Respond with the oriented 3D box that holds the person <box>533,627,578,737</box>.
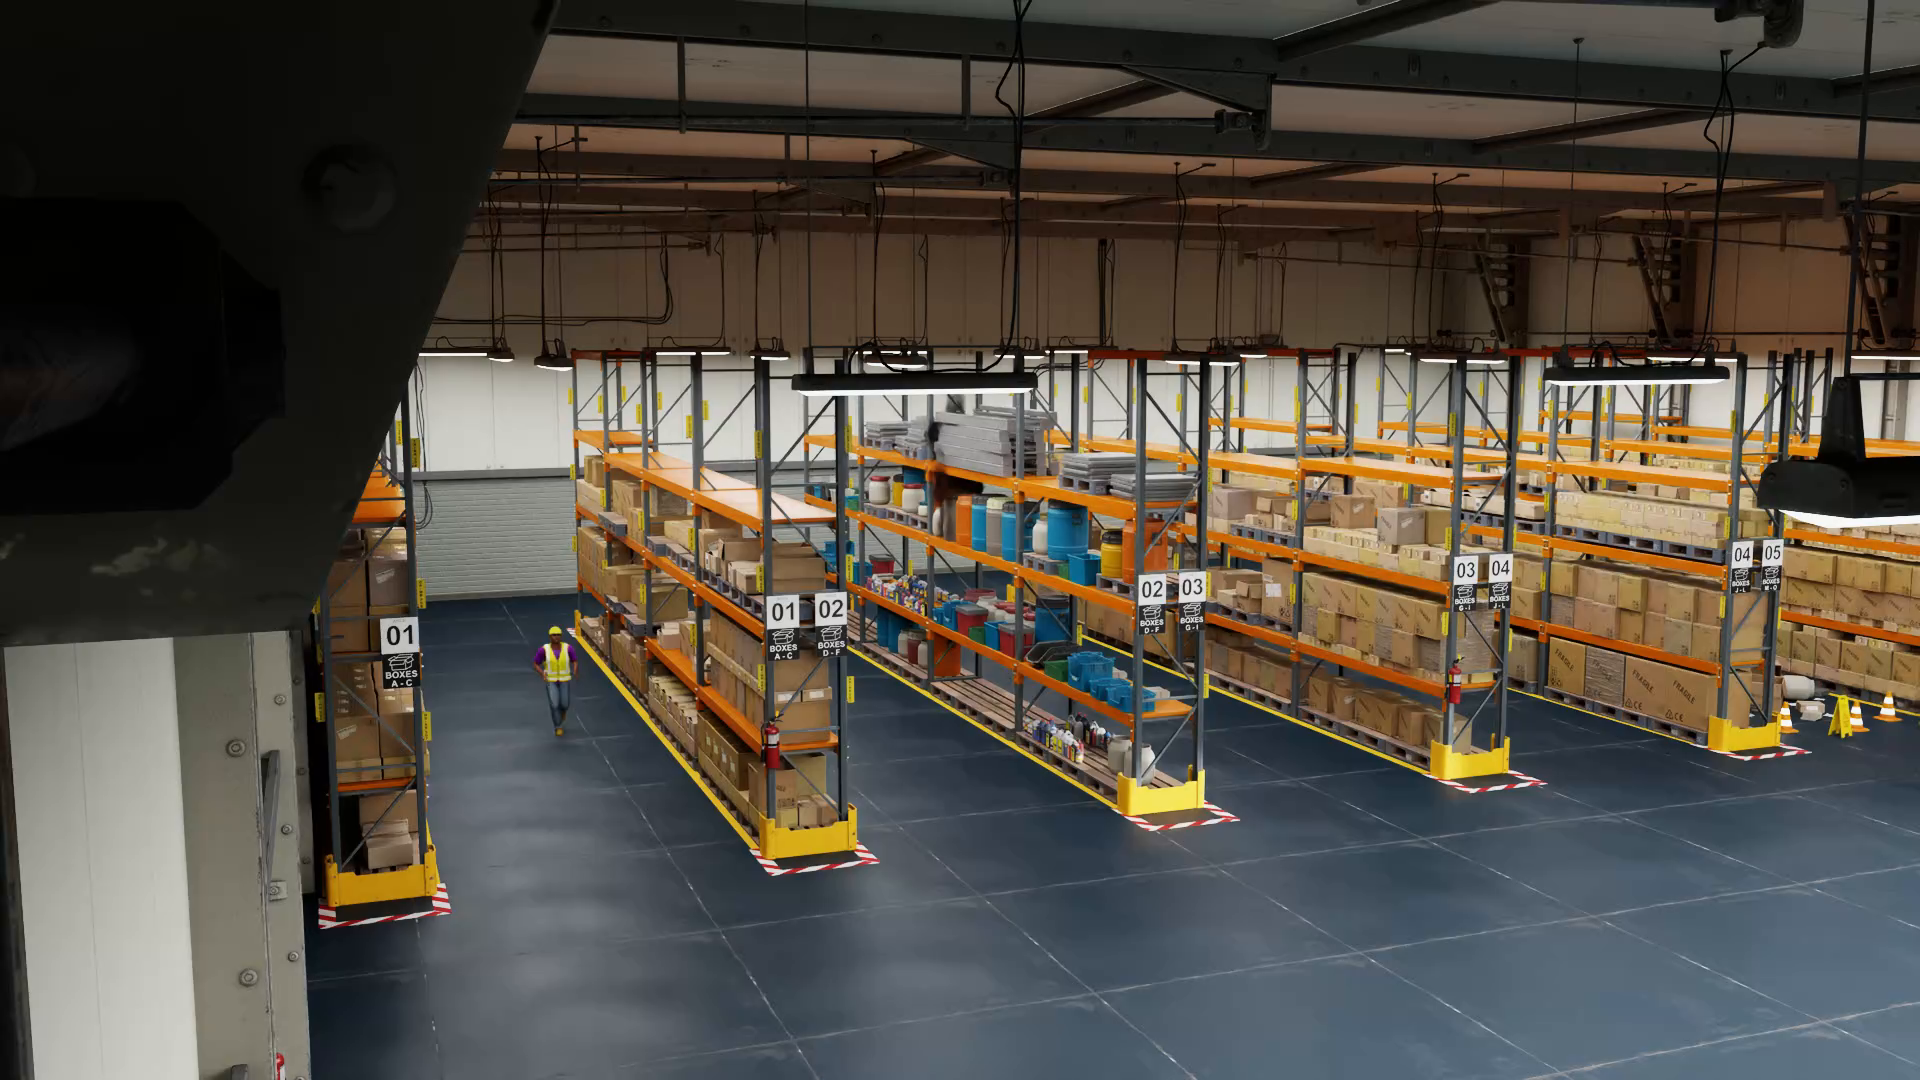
[{"bbox_3d":[-6.393,2.216,26.337,0.702,1.726,0.598,-3,8,-21],"label":"person"}]
